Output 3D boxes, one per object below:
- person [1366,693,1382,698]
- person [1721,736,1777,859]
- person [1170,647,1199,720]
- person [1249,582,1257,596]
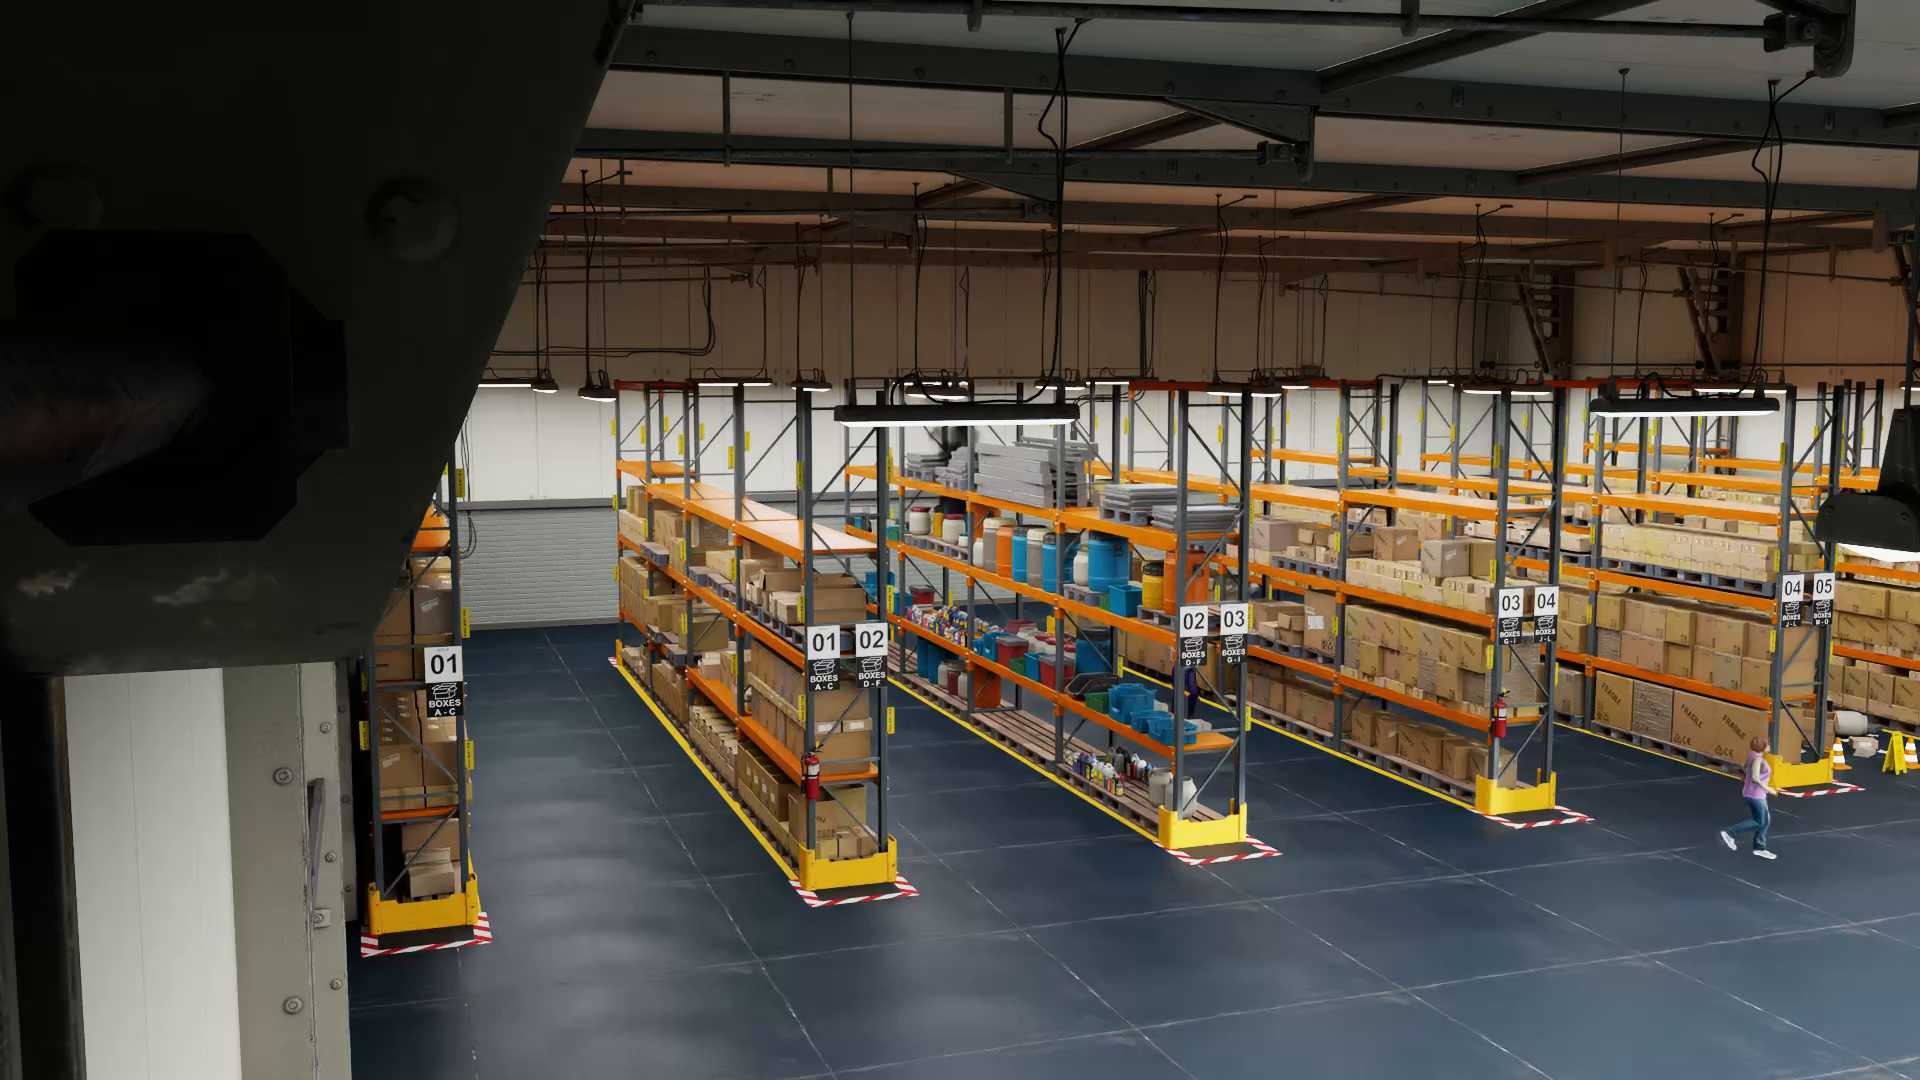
[{"bbox_3d":[7.955,2.139,31.470,0.676,1.782,0.659,-3,7,-24],"label":"person"},{"bbox_3d":[10.180,3.296,21.408,0.670,1.592,0.566,2,6,18],"label":"person"},{"bbox_3d":[3.996,2.421,29.502,0.617,1.713,0.717,-2,6,-16],"label":"person"},{"bbox_3d":[7.199,1.170,41.380,0.548,1.626,0.660,1,6,13],"label":"person"}]
